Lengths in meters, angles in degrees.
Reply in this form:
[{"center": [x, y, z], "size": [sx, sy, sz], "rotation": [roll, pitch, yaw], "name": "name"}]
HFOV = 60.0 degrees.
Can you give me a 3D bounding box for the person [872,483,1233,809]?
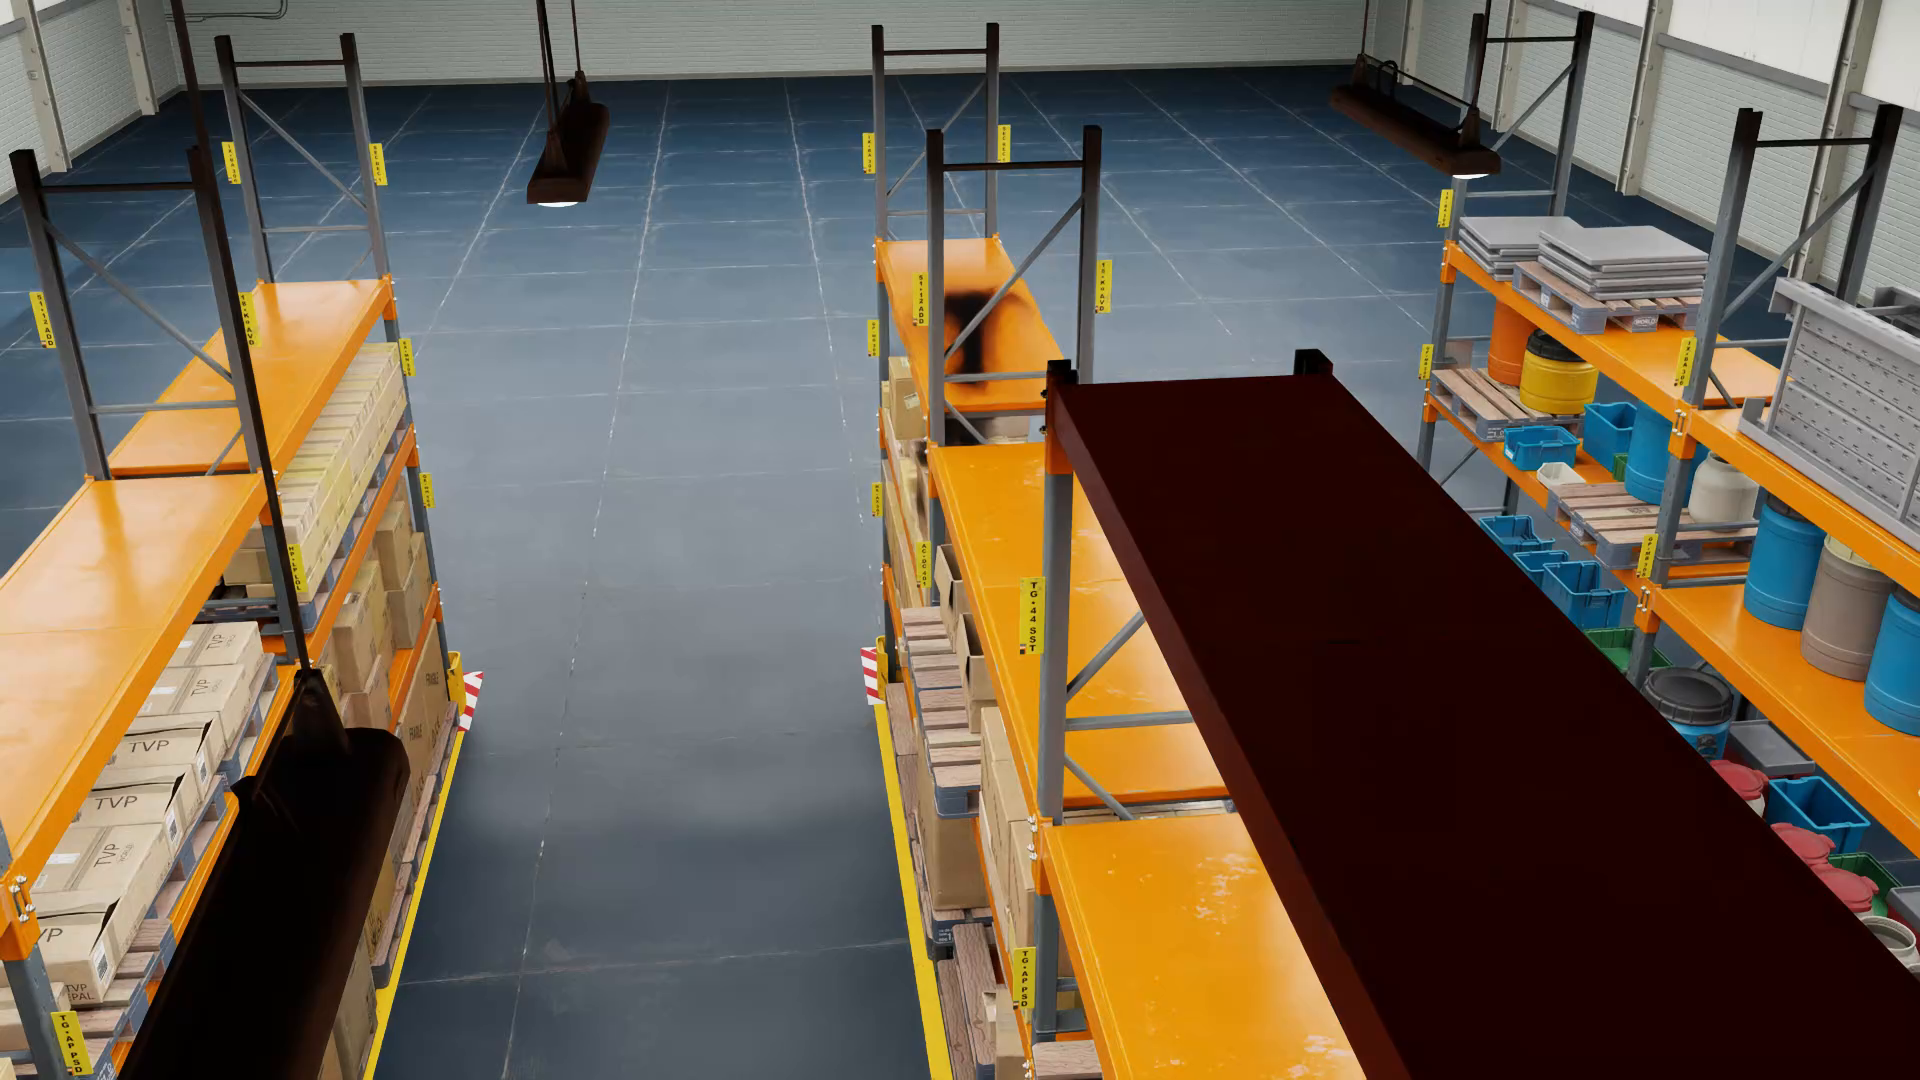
[{"center": [0.862, 0.840, 14.316], "size": [1.858, 2.082, 3.299], "rotation": [-15, 29, -28], "name": "person"}]
